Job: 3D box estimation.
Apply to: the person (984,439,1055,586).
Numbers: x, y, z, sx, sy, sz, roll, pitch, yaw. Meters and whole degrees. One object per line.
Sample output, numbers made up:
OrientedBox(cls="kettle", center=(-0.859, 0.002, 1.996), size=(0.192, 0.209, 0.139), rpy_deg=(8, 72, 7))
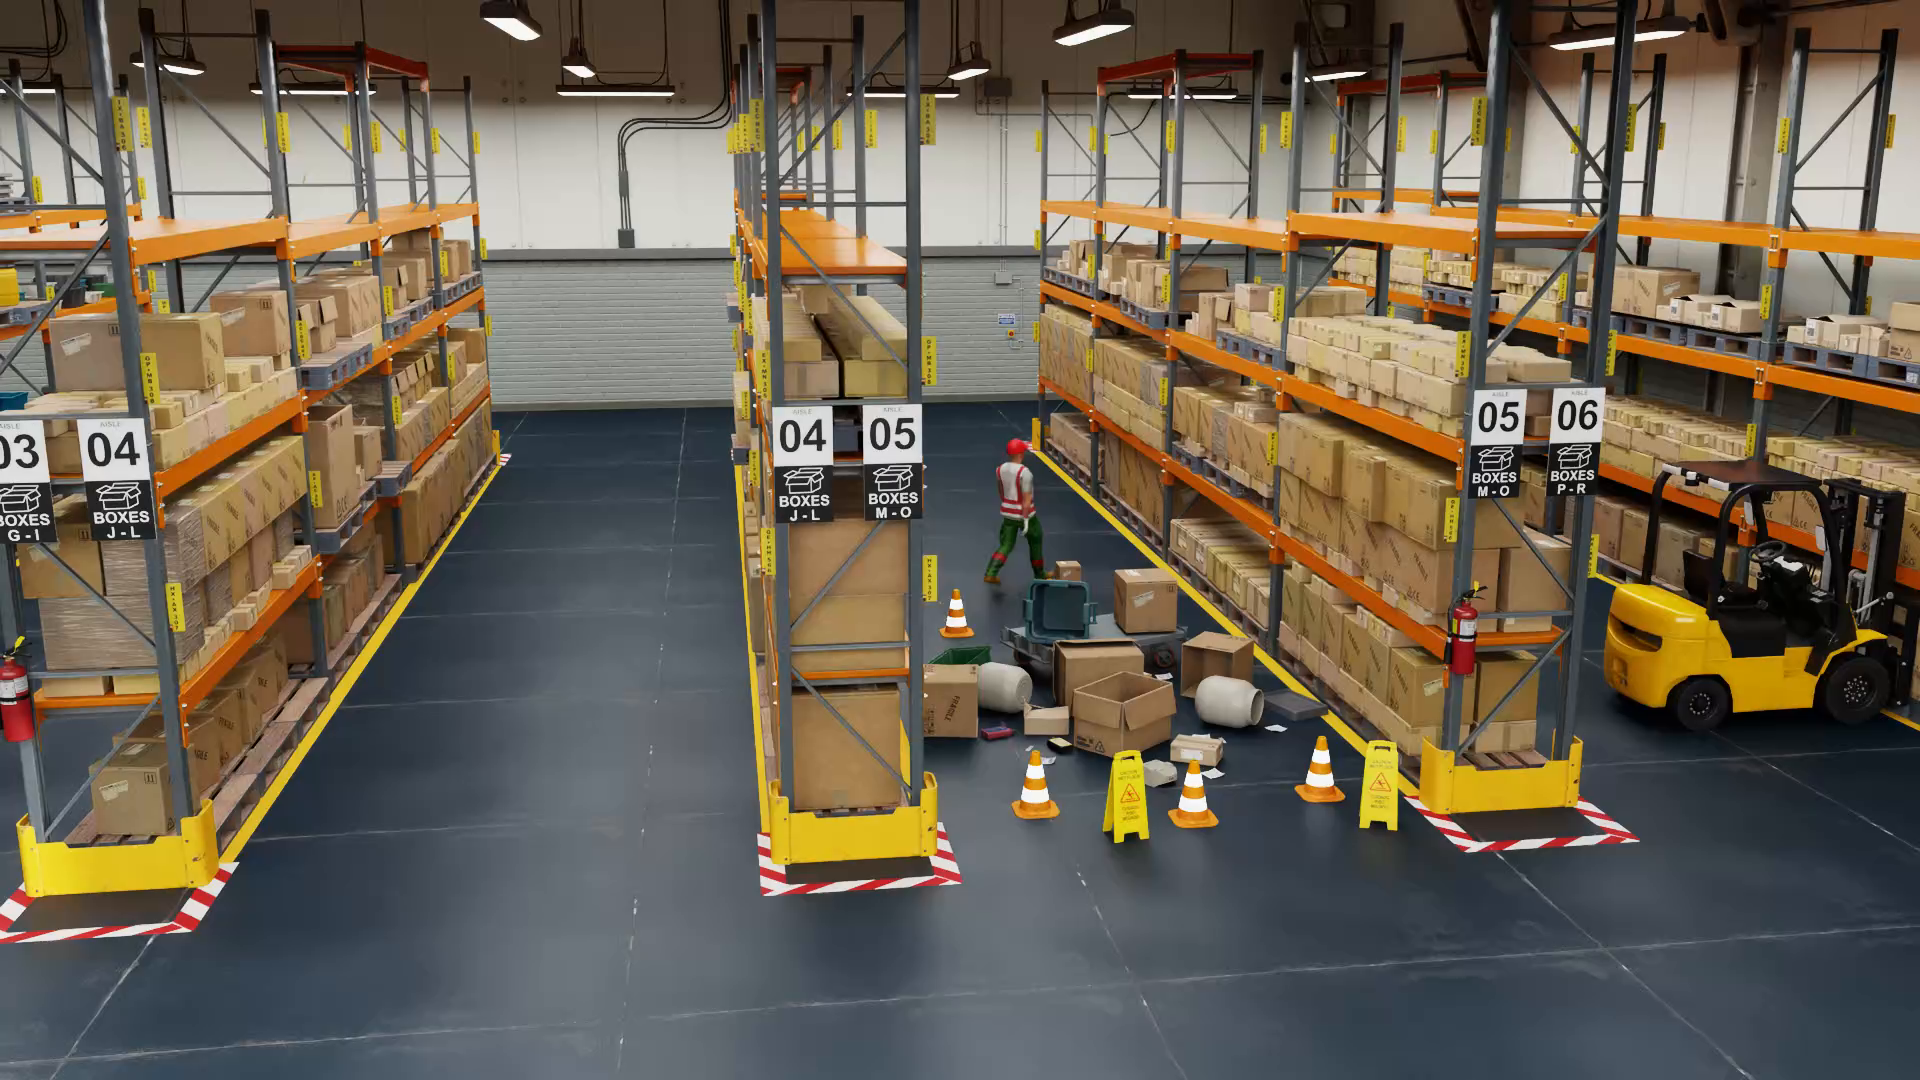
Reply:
OrientedBox(cls="person", center=(0.676, -0.297, 18.797), size=(0.536, 1.746, 1.040), rpy_deg=(10, 16, 36))
